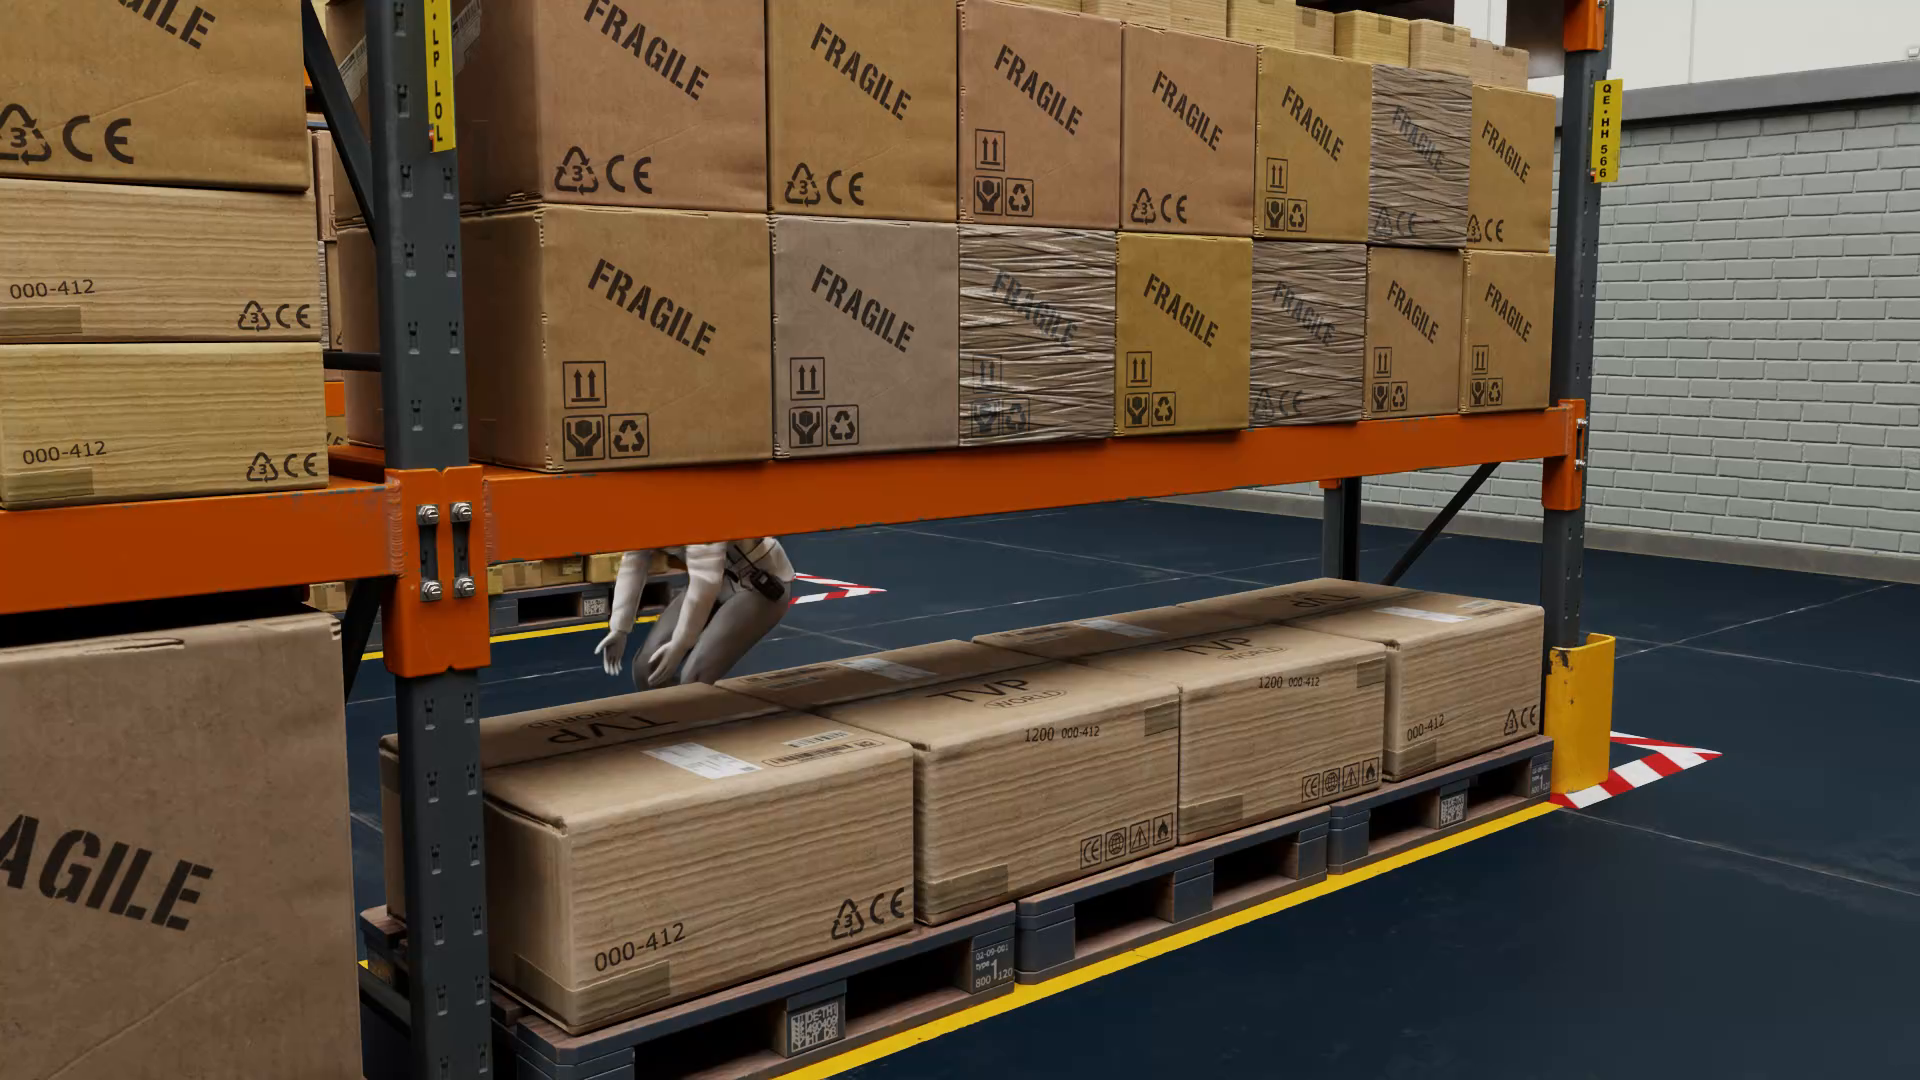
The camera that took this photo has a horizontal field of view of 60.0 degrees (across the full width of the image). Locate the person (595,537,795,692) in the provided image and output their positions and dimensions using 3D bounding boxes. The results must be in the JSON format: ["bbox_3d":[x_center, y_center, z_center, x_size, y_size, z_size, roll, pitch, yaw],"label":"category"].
[{"bbox_3d":[-0.898,0.215,5.607,0.752,1.292,0.533,-7,10,-41],"label":"person"}]
